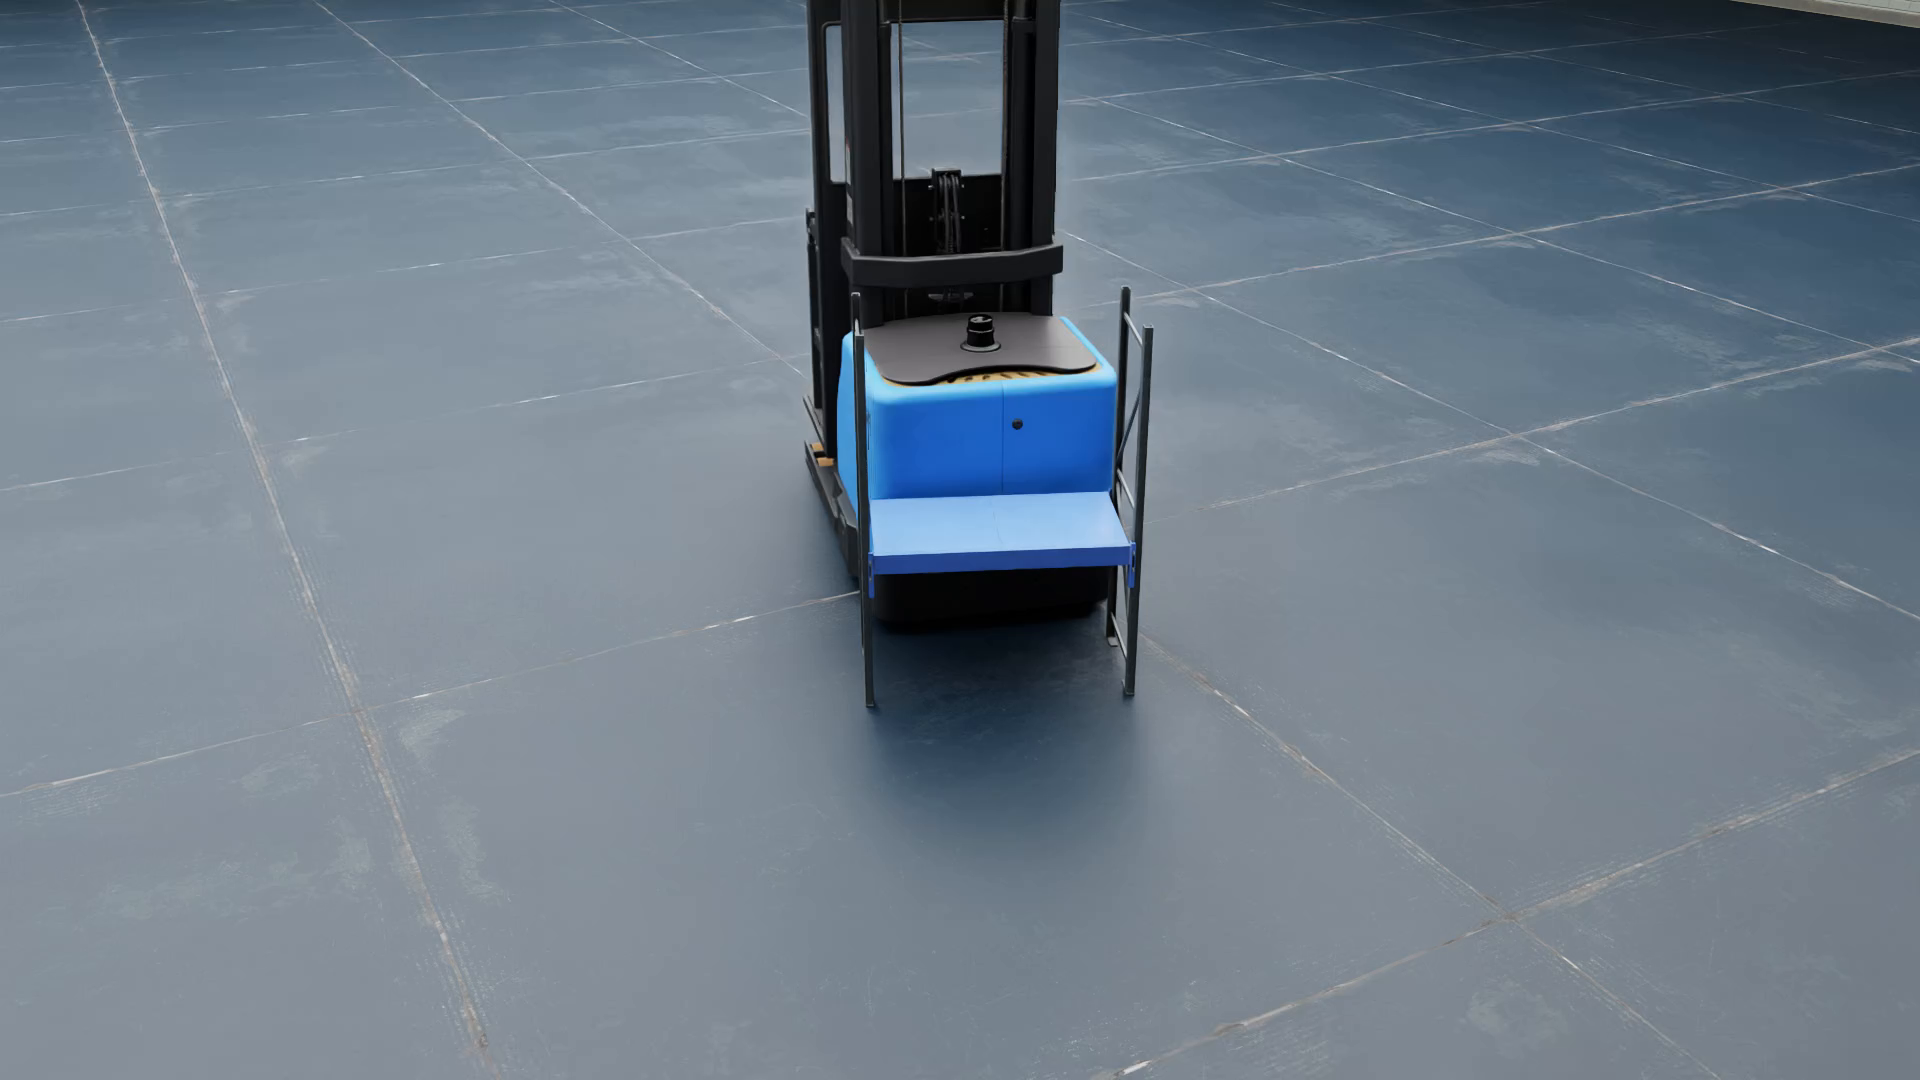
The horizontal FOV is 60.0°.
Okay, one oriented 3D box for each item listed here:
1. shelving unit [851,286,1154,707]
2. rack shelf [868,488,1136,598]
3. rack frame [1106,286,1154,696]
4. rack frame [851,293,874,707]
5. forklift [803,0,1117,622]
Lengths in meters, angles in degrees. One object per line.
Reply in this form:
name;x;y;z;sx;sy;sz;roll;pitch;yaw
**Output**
shelving unit;0.137;-0.158;6.347;1.048;1.500;0.538;-2;26;-4
rack shelf;0.137;0.004;6.425;1.000;0.185;0.538;-2;26;-4
rack frame;0.644;-0.177;6.386;0.032;1.500;0.500;-2;26;-4
rack frame;-0.369;-0.139;6.308;0.032;1.500;0.500;-2;26;-4
forklift;-0.167;-1.595;7.686;1.130;2.935;3.031;-6;26;-12
